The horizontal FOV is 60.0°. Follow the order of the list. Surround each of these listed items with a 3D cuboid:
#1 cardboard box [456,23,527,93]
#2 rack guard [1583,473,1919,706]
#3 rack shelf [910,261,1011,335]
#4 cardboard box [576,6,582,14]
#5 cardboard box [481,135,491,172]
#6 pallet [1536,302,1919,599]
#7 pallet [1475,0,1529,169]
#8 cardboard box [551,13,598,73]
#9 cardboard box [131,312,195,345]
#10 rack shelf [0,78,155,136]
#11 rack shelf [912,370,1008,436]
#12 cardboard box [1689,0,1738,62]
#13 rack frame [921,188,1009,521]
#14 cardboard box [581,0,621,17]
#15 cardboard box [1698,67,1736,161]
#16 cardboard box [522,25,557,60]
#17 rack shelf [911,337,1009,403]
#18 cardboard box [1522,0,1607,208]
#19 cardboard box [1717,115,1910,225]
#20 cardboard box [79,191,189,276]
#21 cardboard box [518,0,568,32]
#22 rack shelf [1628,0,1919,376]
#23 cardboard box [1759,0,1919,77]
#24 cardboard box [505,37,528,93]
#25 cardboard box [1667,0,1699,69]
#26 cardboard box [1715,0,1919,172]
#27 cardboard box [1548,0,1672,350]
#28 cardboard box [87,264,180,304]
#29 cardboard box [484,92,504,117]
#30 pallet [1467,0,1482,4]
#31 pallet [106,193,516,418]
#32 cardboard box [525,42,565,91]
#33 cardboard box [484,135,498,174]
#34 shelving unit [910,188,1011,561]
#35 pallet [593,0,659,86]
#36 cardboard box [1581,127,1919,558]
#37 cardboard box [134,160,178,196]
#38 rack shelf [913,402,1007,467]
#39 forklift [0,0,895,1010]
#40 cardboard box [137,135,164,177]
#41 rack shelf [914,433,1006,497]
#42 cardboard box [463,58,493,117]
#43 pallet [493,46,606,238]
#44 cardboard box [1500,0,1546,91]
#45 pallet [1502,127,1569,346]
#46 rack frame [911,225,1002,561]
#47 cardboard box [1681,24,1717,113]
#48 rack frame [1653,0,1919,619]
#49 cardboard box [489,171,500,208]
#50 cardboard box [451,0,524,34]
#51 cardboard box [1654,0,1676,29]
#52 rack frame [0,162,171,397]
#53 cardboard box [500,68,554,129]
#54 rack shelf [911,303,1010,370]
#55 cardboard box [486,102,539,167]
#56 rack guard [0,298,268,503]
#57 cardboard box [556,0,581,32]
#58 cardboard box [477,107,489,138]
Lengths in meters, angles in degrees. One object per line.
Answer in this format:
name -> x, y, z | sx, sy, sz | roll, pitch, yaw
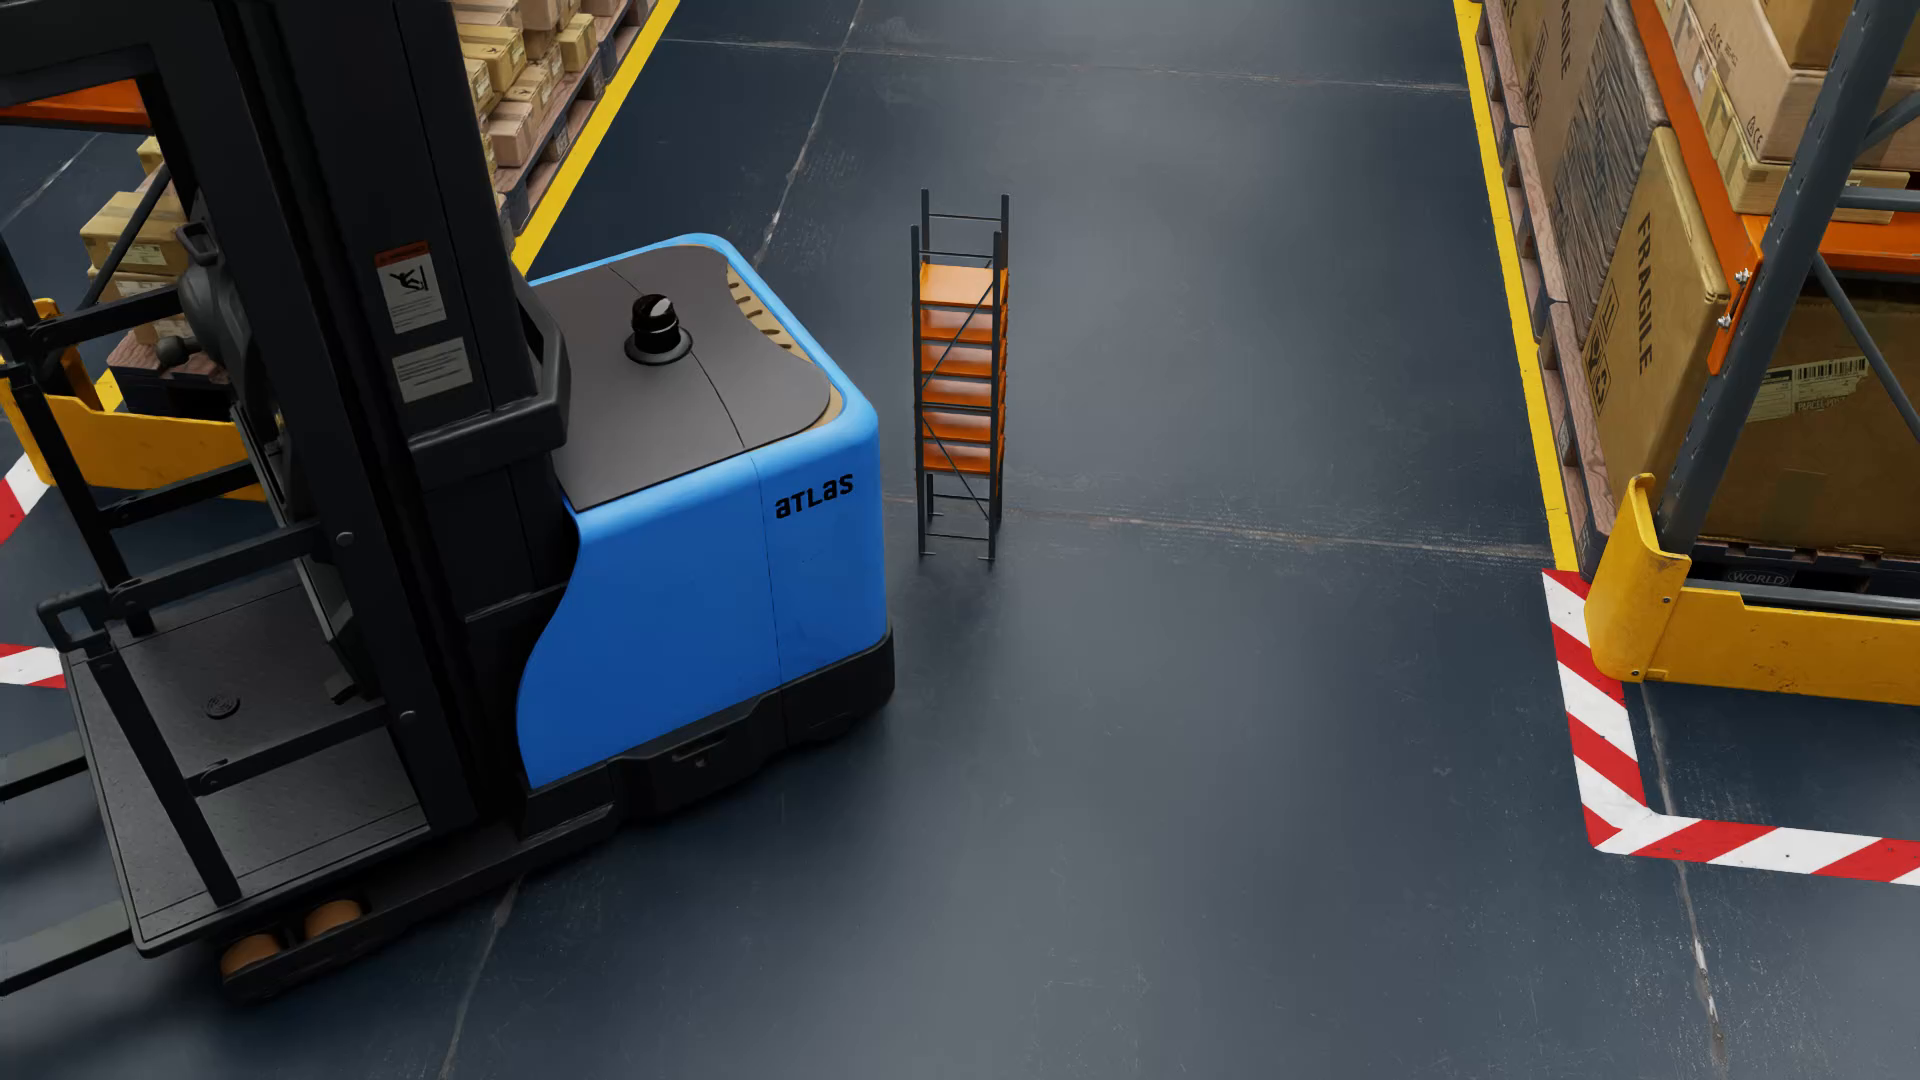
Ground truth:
cardboard box -> -1.889, -1.845, 6.353 | 0.380, 0.149, 0.250 | 6, 44, 6
rack guard -> 2.451, 0.157, 4.721 | 1.175, 0.500, 0.348 | 5, 44, 6
rack shelf -> 0.002, -0.675, 4.631 | 0.258, 0.103, 0.180 | 5, 44, 6
cardboard box -> -1.878, -2.308, 7.274 | 0.380, 0.149, 0.250 | 4, 44, 4
cardboard box -> -1.947, -1.367, 6.064 | 0.380, 0.149, 0.250 | 7, 44, 7
pallet -> 2.482, -0.307, 5.421 | 1.003, 0.211, 1.213 | 5, 44, 6
pallet -> 2.805, -1.970, 7.177 | 1.003, 0.211, 1.213 | 5, 44, 6
cardboard box -> -1.771, -2.127, 7.083 | 0.380, 0.149, 0.250 | 5, 44, 5
cardboard box -> -2.586, -0.782, 5.662 | 0.380, 0.149, 0.250 | 6, 44, 6
rack shelf -> -2.185, -2.389, 6.114 | 1.077, 0.370, 4.000 | 5, 44, 6
rack shelf -> 0.002, -0.413, 4.878 | 0.258, 0.103, 0.180 | 5, 44, 6
cardboard box -> 2.323, -1.521, 4.567 | 0.500, 0.250, 0.500 | 5, 44, 5
rack frame -> 0.014, -0.508, 4.914 | 0.240, 1.200, 0.006 | 5, 44, 6
cardboard box -> -1.723, -2.477, 7.452 | 0.380, 0.149, 0.250 | 4, 44, 4
cardboard box -> 2.207, -1.126, 4.440 | 0.380, 0.149, 0.250 | 6, 44, 6
cardboard box -> -1.888, -2.107, 6.845 | 0.380, 0.149, 0.250 | 3, 44, 4
rack shelf -> 0.002, -0.500, 4.796 | 0.258, 0.103, 0.180 | 5, 44, 6
cardboard box -> 2.697, -1.818, 6.229 | 0.875, 0.875, 0.875 | 5, 44, 6
cardboard box -> 2.175, -0.949, 4.253 | 0.380, 0.149, 0.250 | 6, 44, 6
cardboard box -> -2.630, -1.004, 5.464 | 0.380, 0.149, 0.250 | 6, 44, 6
cardboard box -> -1.809, -2.185, 6.711 | 0.380, 0.149, 0.250 | 4, 44, 4
rack shelf -> 2.718, -1.869, 5.566 | 1.077, 0.370, 4.000 | 5, 44, 6
cardboard box -> 2.258, -1.449, 3.946 | 0.500, 0.500, 0.500 | 6, 44, 6
cardboard box -> -1.966, -1.929, 6.657 | 0.380, 0.149, 0.250 | 7, 44, 7
cardboard box -> 2.276, -1.468, 4.801 | 0.380, 0.149, 0.250 | 6, 44, 6
cardboard box -> 2.255, -1.175, 4.202 | 0.500, 0.250, 0.500 | 5, 44, 5
cardboard box -> 2.579, -1.212, 5.588 | 0.875, 0.875, 0.875 | 5, 44, 6
cardboard box -> -2.662, -0.898, 5.568 | 0.380, 0.149, 0.250 | 4, 44, 4
cardboard box -> -2.011, -1.745, 6.463 | 0.380, 0.149, 0.250 | 7, 44, 8
pallet -> 3.010, -3.014, 8.279 | 1.003, 0.211, 1.213 | 5, 44, 6
pallet -> -2.297, -0.877, 6.022 | 1.003, 0.211, 1.213 | 5, 44, 6
cardboard box -> -1.872, -1.955, 6.901 | 0.380, 0.149, 0.250 | 6, 44, 6
cardboard box -> -2.002, -1.435, 6.352 | 0.380, 0.149, 0.250 | 5, 44, 6
shelving unit -> 0.002, -0.446, 4.848 | 0.258, 1.200, 0.189 | 5, 44, 6
pallet -> -1.974, -2.540, 7.779 | 1.003, 0.211, 1.213 | 5, 44, 6
cardboard box -> 2.459, -0.592, 4.933 | 0.875, 0.875, 0.875 | 5, 44, 6
cardboard box -> -2.540, -1.170, 5.640 | 0.380, 0.149, 0.250 | 6, 44, 6
rack shelf -> 0.002, -0.326, 4.961 | 0.258, 0.103, 0.180 | 5, 44, 6
forklift -> -1.716, -0.360, 3.499 | 3.031, 2.935, 1.130 | -22, 48, -22
cardboard box -> -2.632, -1.358, 5.838 | 0.380, 0.149, 0.250 | 4, 44, 5
rack shelf -> 0.002, -0.239, 5.043 | 0.258, 0.103, 0.180 | 5, 44, 6
cardboard box -> -1.969, -1.670, 6.168 | 0.380, 0.149, 0.250 | 7, 44, 7
pallet -> -2.133, -1.706, 6.898 | 1.003, 0.211, 1.213 | 5, 44, 6
cardboard box -> 2.816, -2.432, 6.877 | 0.875, 0.875, 0.875 | 5, 44, 6
pallet -> 2.646, -1.136, 6.296 | 1.003, 0.211, 1.213 | 5, 44, 6
rack frame -> -0.010, -0.383, 4.782 | 0.240, 1.200, 0.006 | 5, 44, 6
cardboard box -> 2.242, -1.298, 4.622 | 0.380, 0.149, 0.250 | 5, 44, 6
rack frame -> 2.454, -0.767, 3.879 | 1.000, 3.000, 0.127 | 5, 44, 6
cardboard box -> -1.941, -1.252, 6.159 | 0.380, 0.149, 0.250 | 6, 44, 6
cardboard box -> -1.950, -2.025, 6.543 | 0.380, 0.149, 0.250 | 5, 44, 6
cardboard box -> 2.308, -1.645, 4.988 | 0.380, 0.149, 0.250 | 4, 44, 5
rack frame -> -2.449, -1.287, 4.428 | 1.000, 3.000, 0.127 | 5, 44, 6
cardboard box -> -1.871, -1.788, 6.724 | 0.380, 0.149, 0.250 | 5, 44, 6
rack shelf -> 0.002, -0.588, 4.713 | 0.258, 0.103, 0.180 | 5, 44, 6
cardboard box -> -1.882, -1.597, 6.523 | 0.380, 0.149, 0.250 | 3, 44, 3
rack guard -> -2.439, -0.431, 5.342 | 1.175, 0.500, 0.348 | 5, 44, 6
cardboard box -> -1.833, -2.288, 7.036 | 0.380, 0.149, 0.250 | 6, 44, 7
cardboard box -> -2.006, -1.557, 6.264 | 0.380, 0.149, 0.250 | 3, 44, 3
